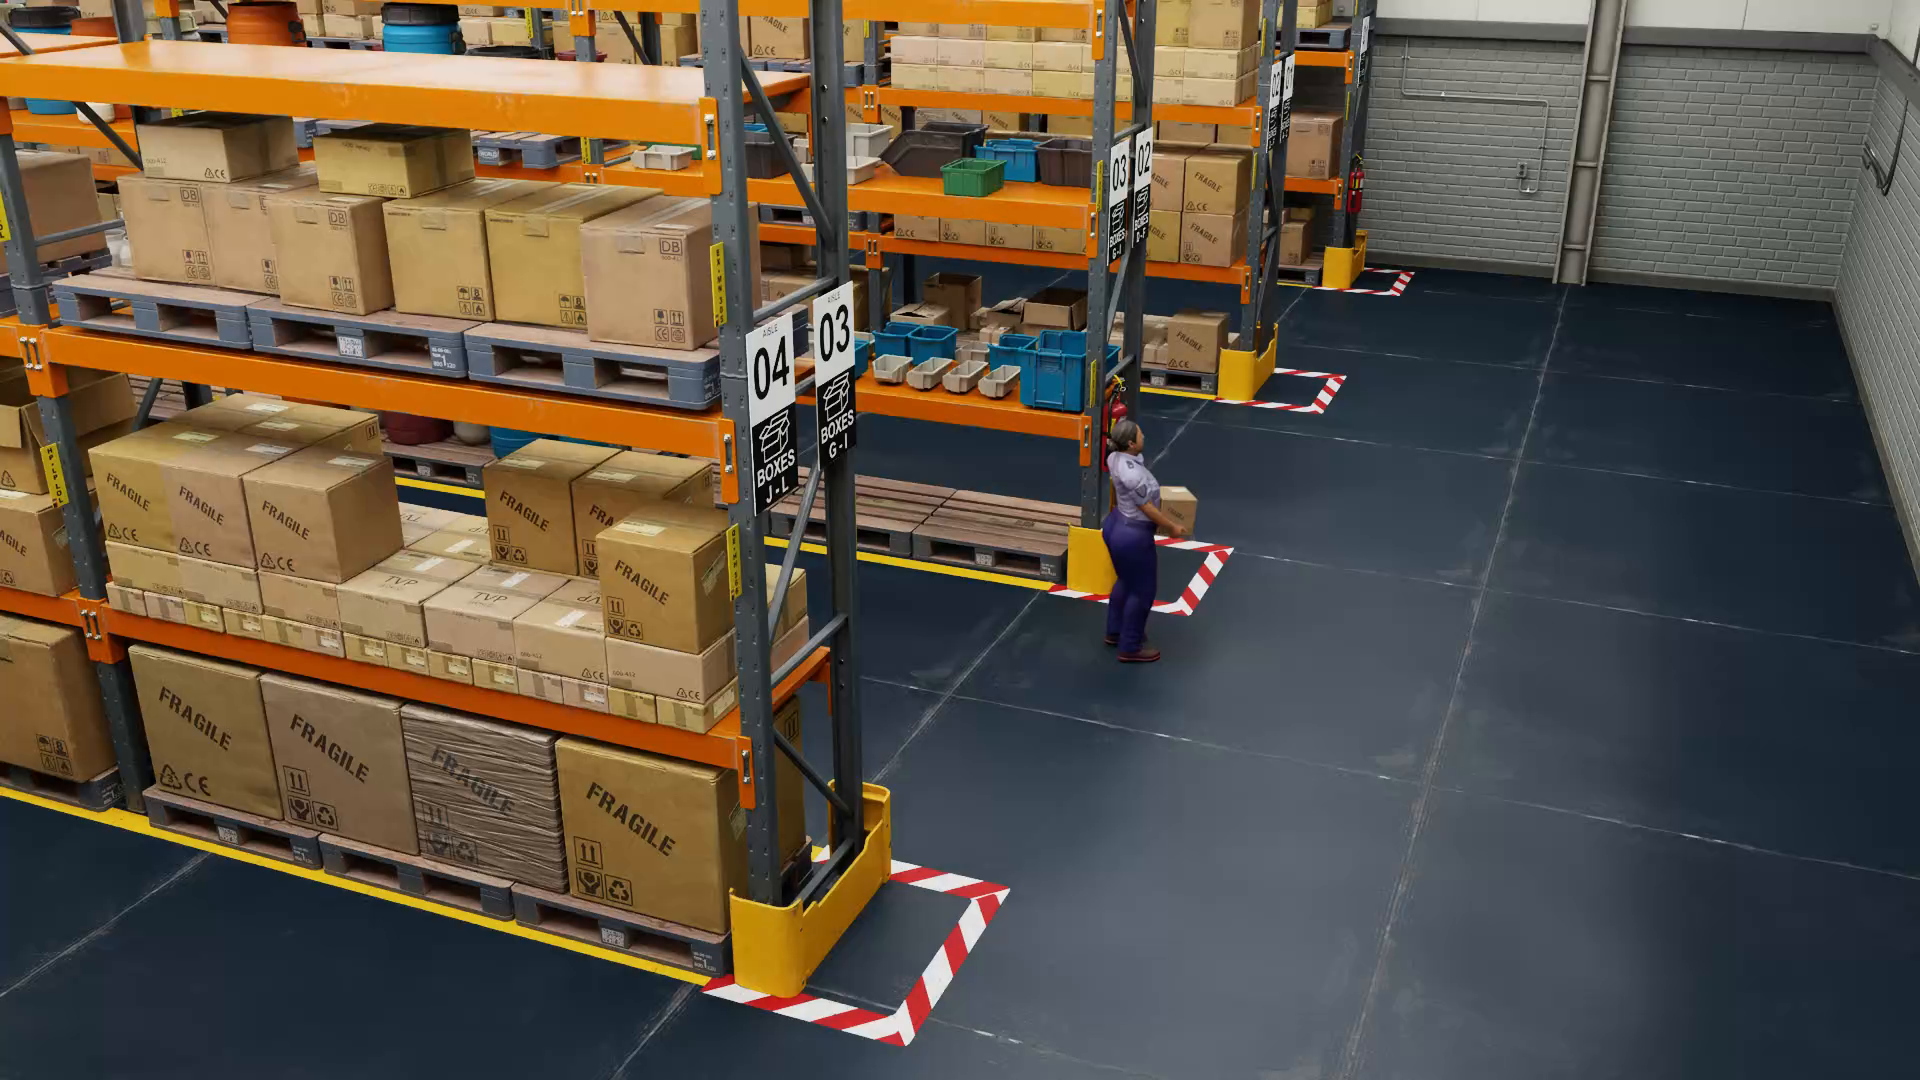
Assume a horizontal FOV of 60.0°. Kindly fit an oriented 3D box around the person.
[{"bbox_3d":[1.207,-0.018,10.983,0.515,1.634,0.452,-5,23,-12],"label":"person"}]
